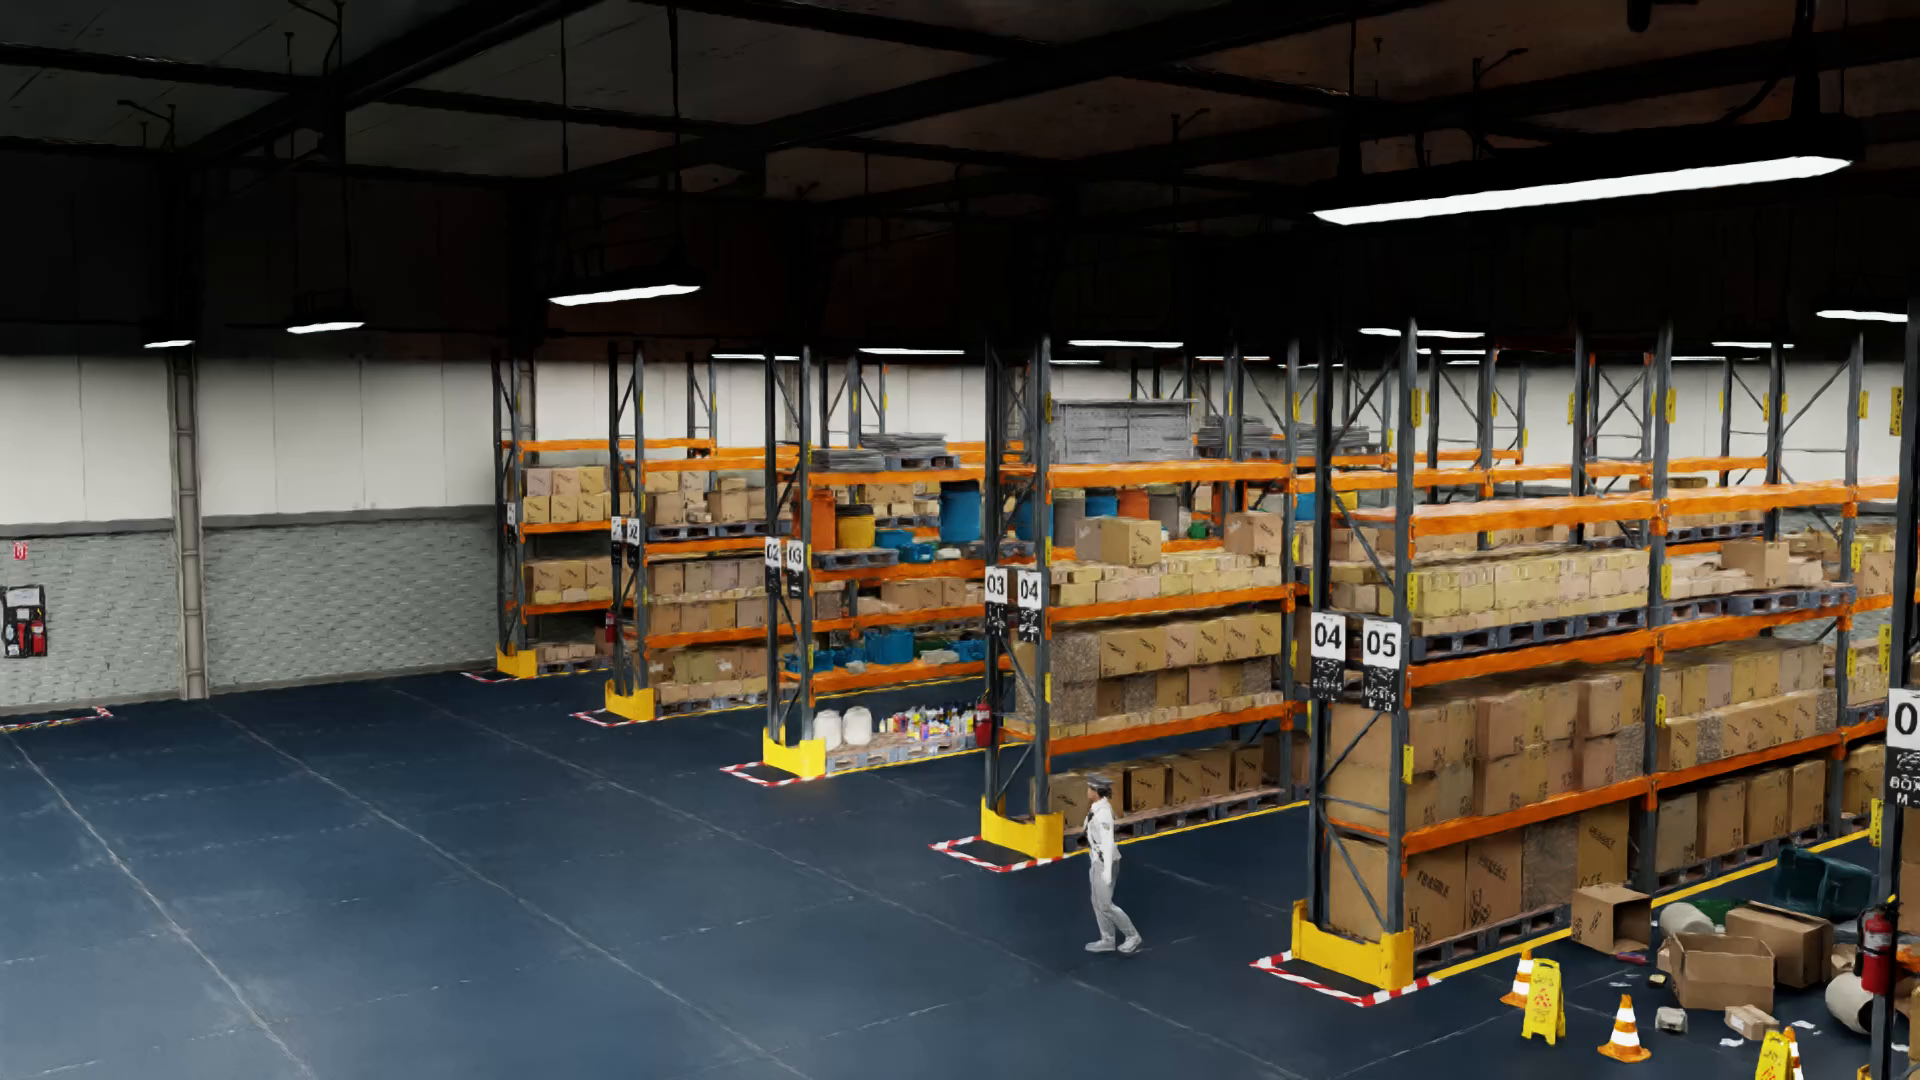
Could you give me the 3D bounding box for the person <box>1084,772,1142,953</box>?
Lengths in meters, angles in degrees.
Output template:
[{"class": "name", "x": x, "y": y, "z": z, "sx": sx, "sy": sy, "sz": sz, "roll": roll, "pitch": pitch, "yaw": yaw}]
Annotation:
[{"class": "person", "x": 1.410, "y": 2.995, "z": 15.387, "sx": 0.545, "sy": 1.653, "sz": 0.521, "roll": 0, "pitch": 5, "yaw": -1}]
